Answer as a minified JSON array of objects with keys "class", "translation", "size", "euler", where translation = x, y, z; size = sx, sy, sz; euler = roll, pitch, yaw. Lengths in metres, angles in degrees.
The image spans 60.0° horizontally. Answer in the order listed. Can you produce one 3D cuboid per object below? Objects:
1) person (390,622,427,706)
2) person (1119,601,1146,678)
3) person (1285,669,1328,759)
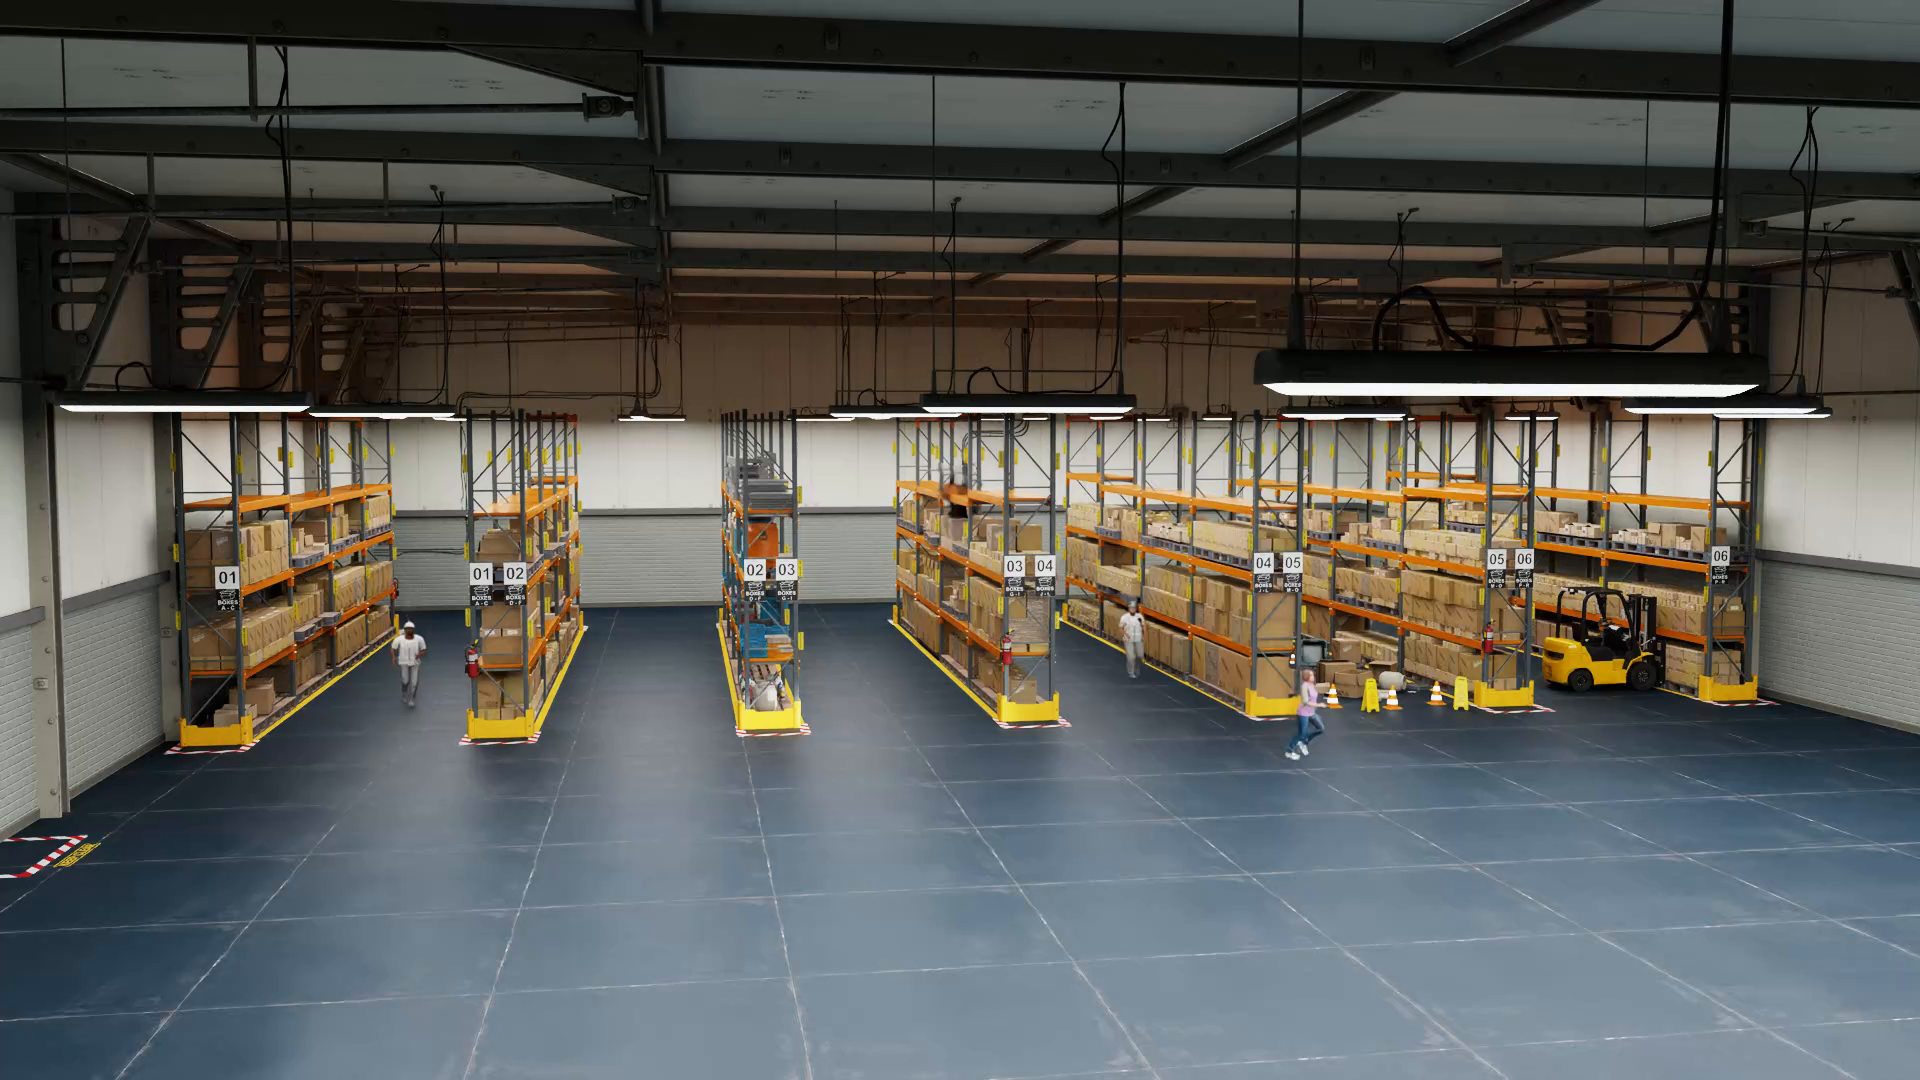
[{"class":"person","translation":[-11.108,2.513,33.549],"size":[0.690,1.721,0.597],"euler":[-2,4,-23]},{"class":"person","translation":[3.900,2.242,37.347],"size":[0.638,1.737,0.571],"euler":[0,4,-7]},{"class":"person","translation":[5.916,2.960,28.280],"size":[0.745,1.554,0.560],"euler":[3,5,35]}]
